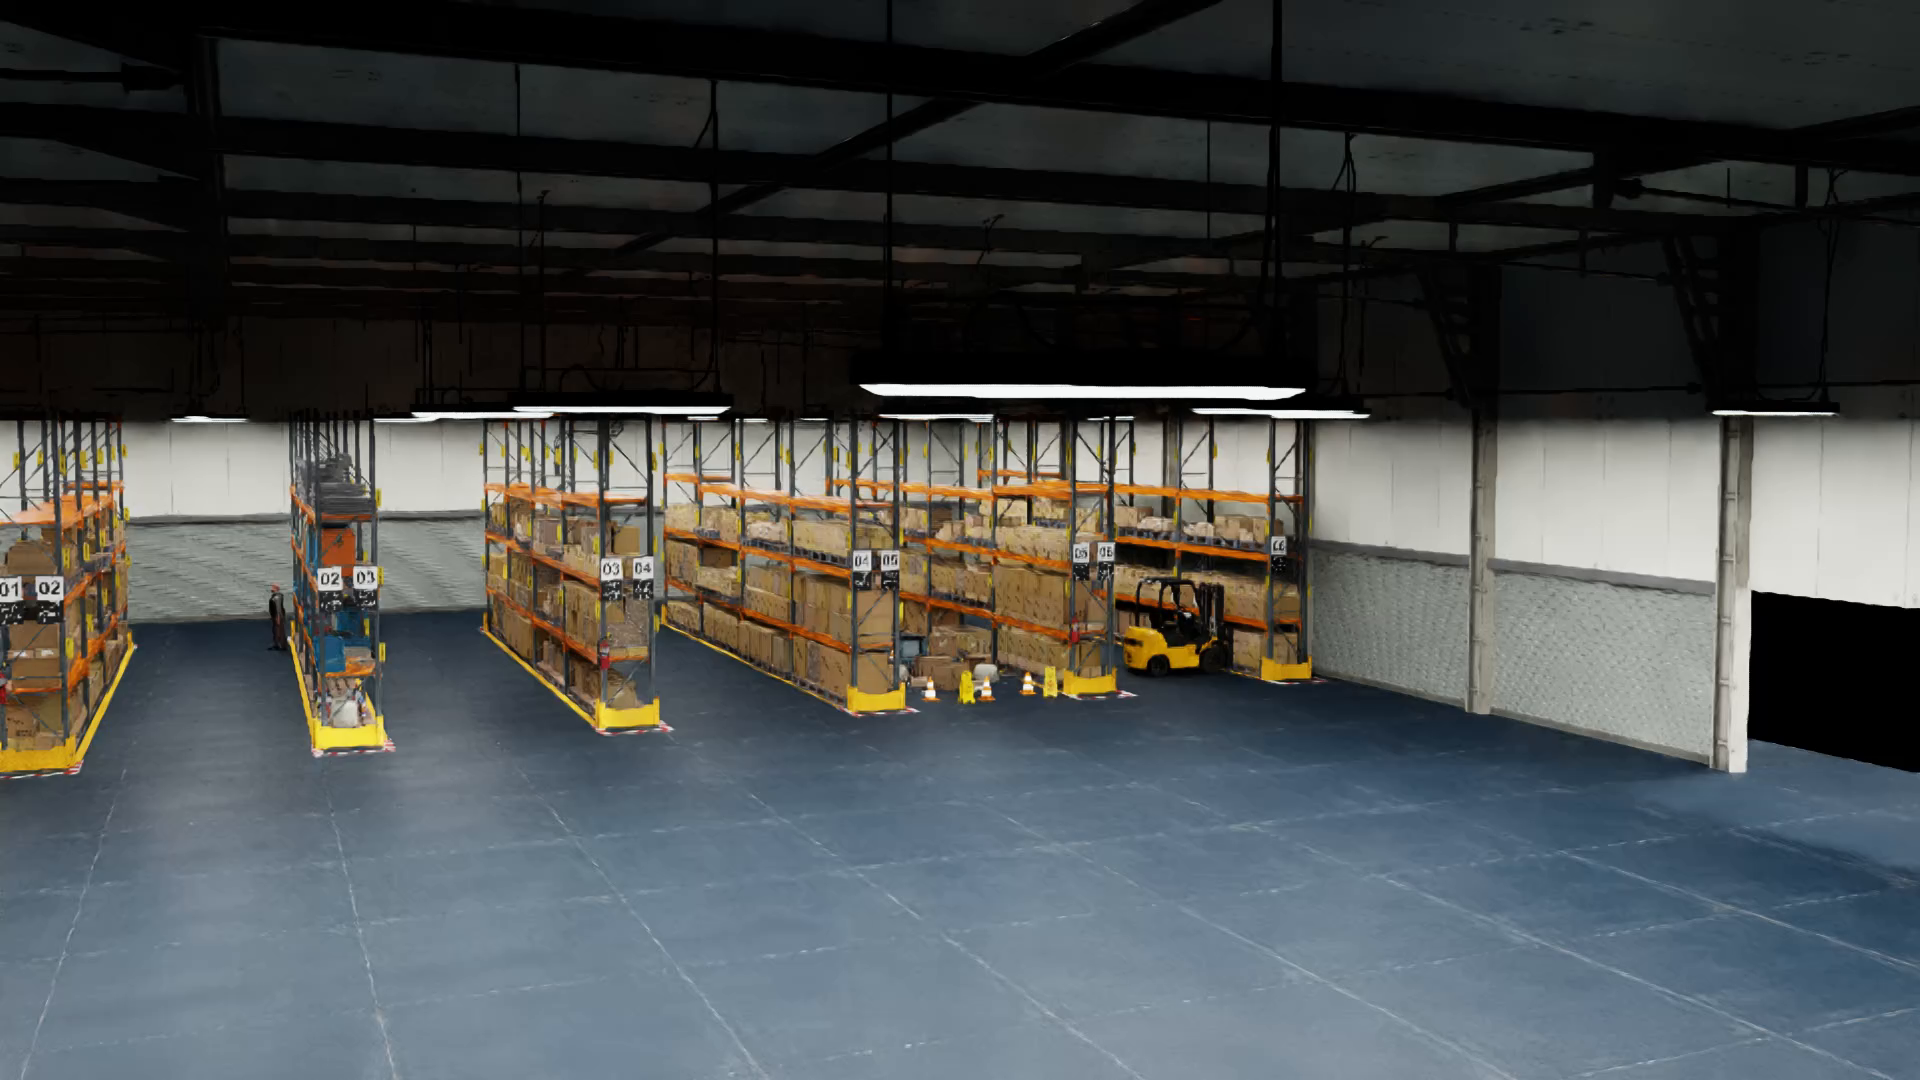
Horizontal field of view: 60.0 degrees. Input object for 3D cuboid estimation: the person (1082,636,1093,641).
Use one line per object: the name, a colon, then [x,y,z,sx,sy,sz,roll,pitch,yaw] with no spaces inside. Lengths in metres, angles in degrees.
person: [2.951,2.147,39.104,0.462,1.662,0.498,1,4,8]

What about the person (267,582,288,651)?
person: [-17.215,1.920,41.903,0.480,1.719,0.618,-2,4,-27]
